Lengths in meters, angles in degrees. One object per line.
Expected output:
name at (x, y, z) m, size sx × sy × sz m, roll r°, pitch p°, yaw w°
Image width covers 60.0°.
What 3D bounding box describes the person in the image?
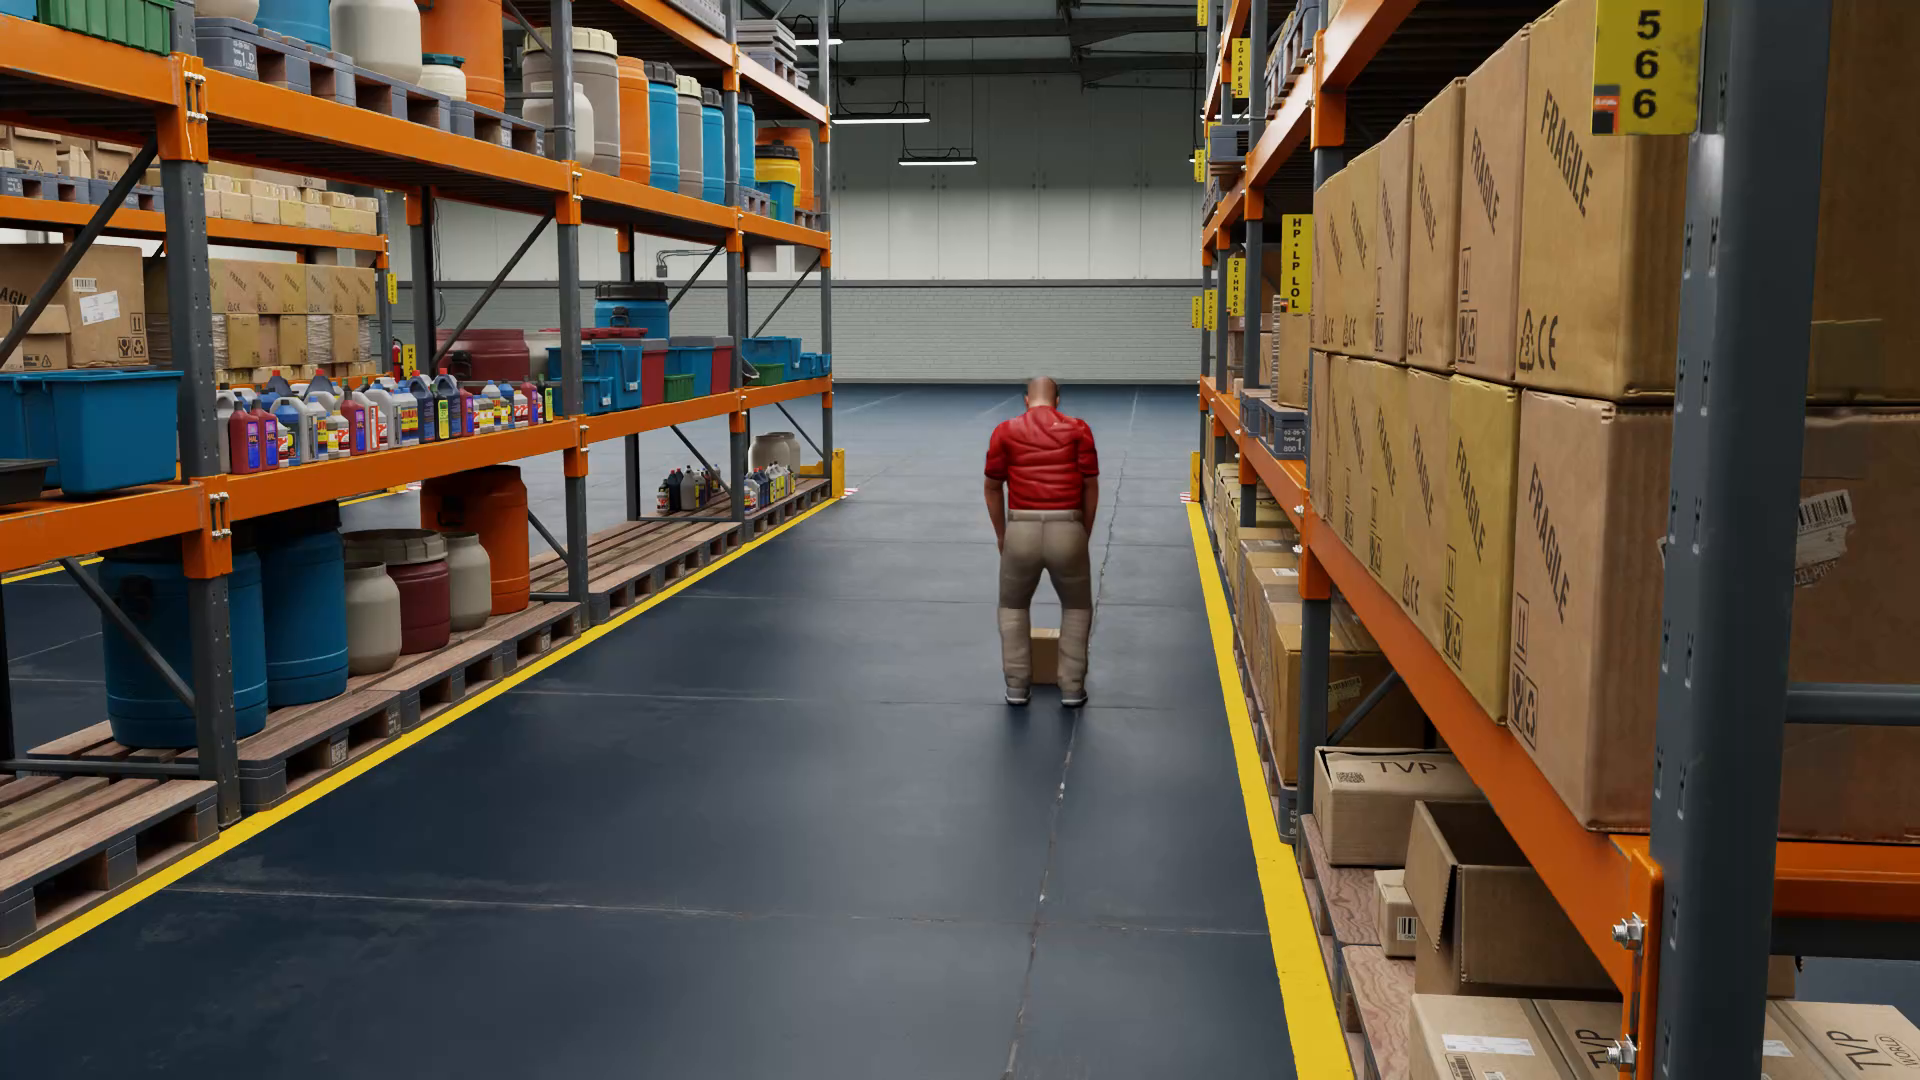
person at (0.398, 0.007, 8.250) m, size 0.571 × 1.624 × 0.503 m, roll 1°, pitch 8°, yaw 8°
